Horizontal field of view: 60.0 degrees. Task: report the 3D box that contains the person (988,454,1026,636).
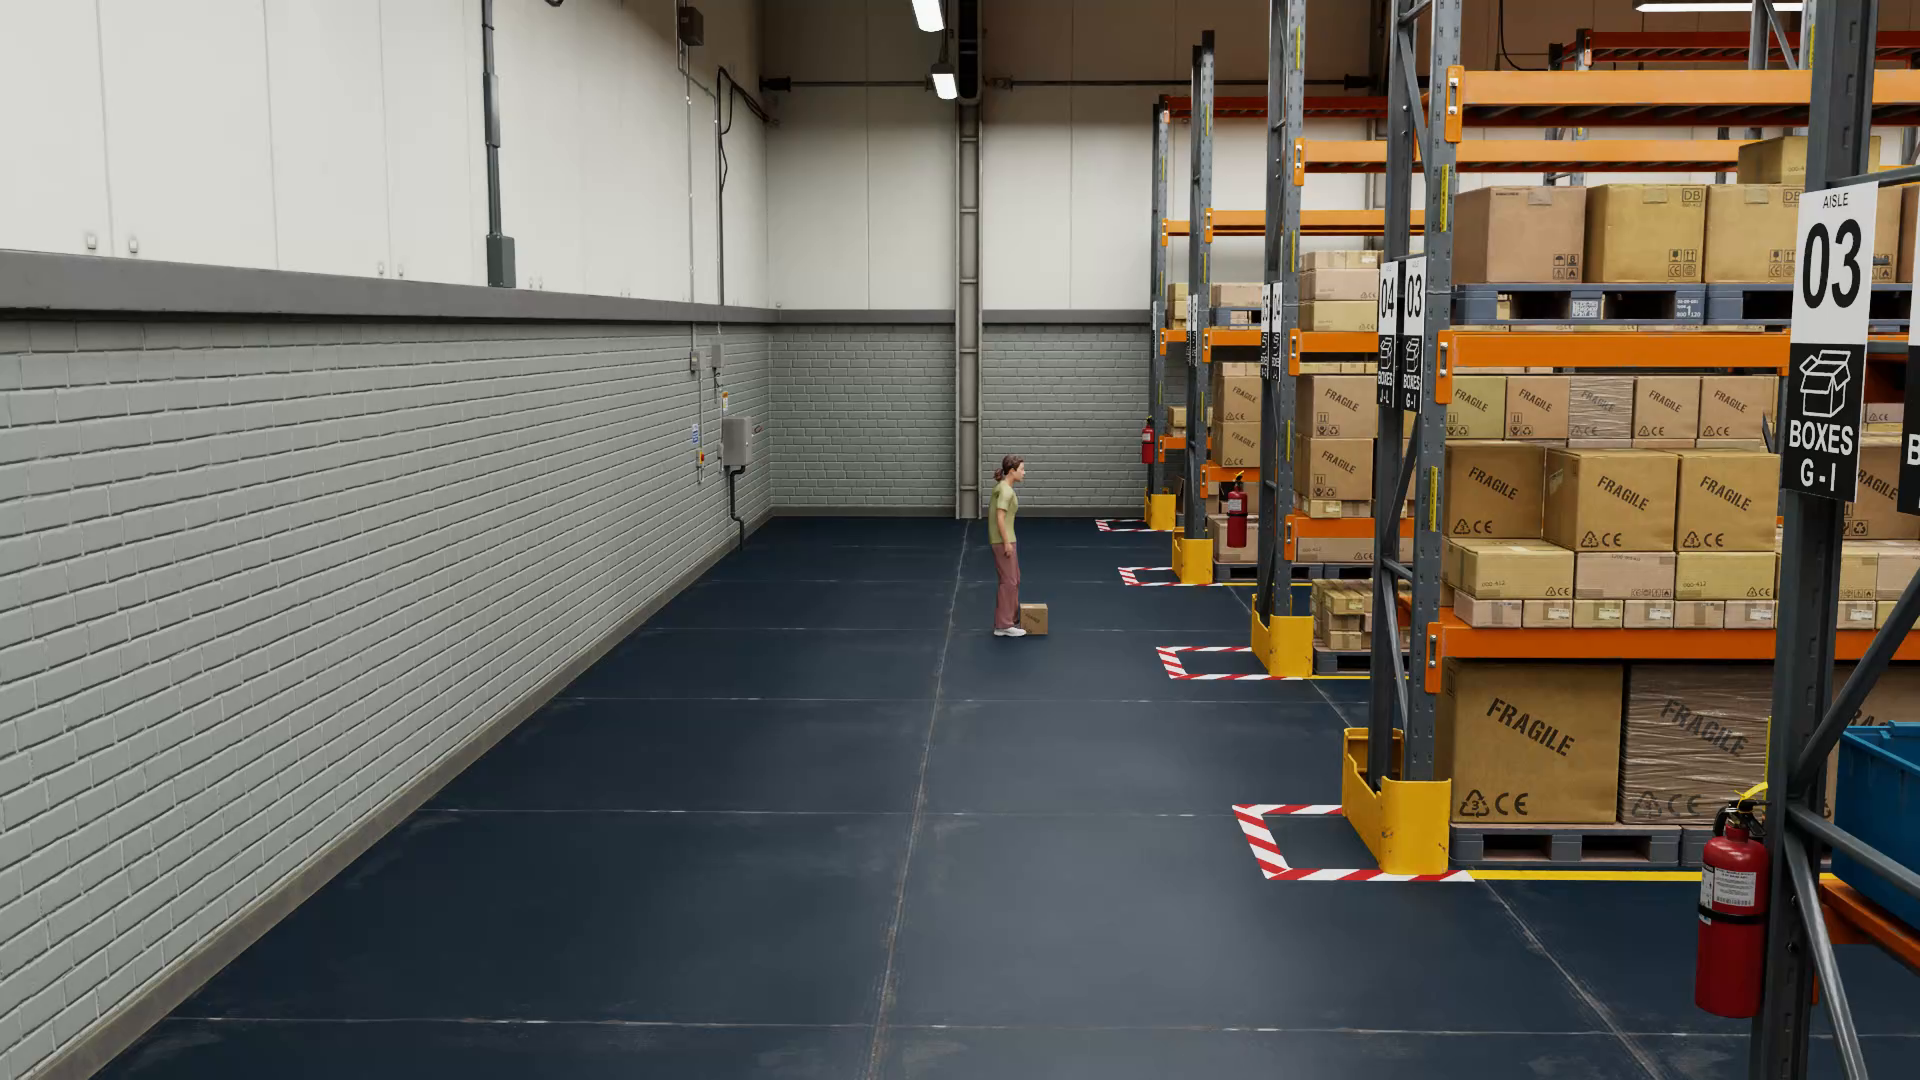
[{"bbox_3d":[0.464,0.037,15.490,0.406,1.673,0.499,0,7,2],"label":"person"}]
